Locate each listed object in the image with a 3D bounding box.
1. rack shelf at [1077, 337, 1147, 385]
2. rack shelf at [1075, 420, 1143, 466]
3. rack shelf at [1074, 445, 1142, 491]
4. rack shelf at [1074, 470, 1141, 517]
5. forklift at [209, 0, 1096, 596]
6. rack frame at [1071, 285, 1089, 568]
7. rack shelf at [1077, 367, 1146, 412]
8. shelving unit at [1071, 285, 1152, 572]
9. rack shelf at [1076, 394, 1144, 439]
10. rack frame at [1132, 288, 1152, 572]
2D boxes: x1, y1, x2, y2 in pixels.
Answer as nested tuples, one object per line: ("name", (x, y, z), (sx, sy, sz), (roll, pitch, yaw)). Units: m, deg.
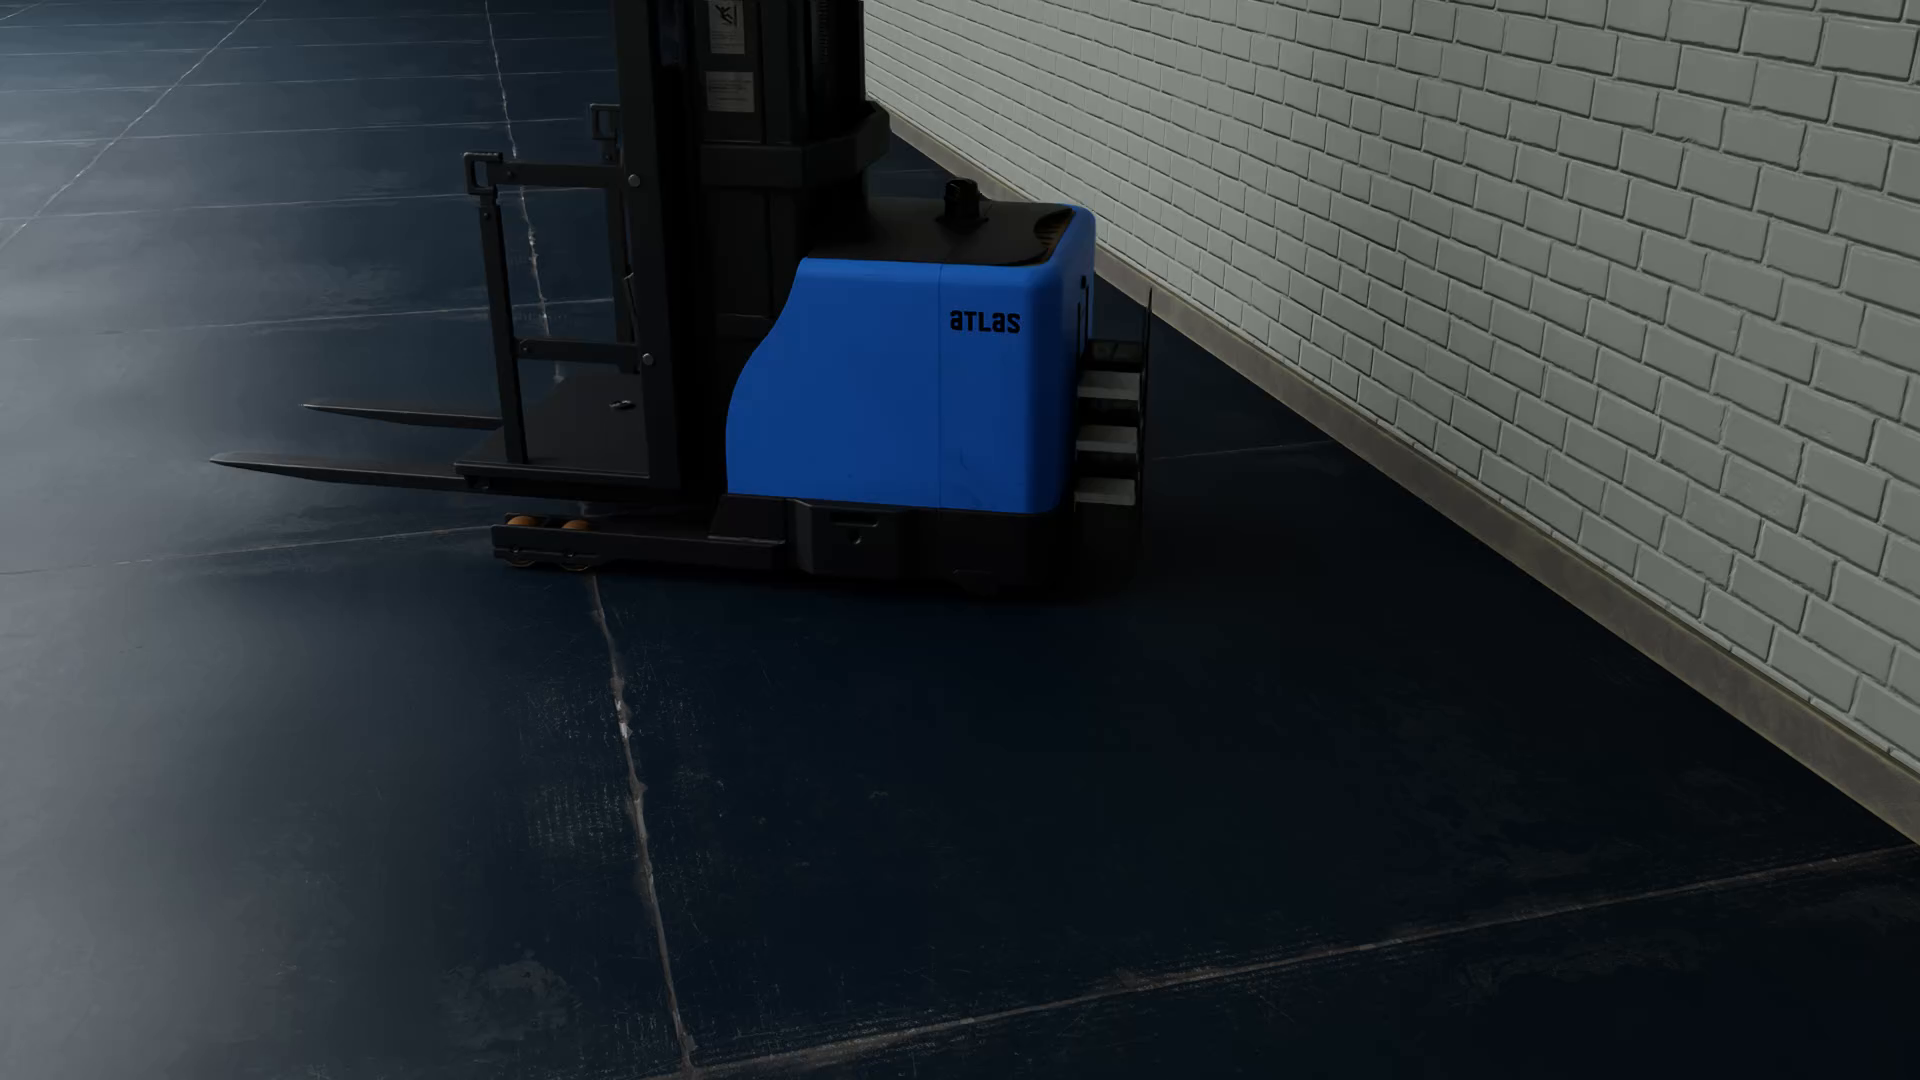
("rack shelf", (0.494, -0.578, 5.356), (0.200, 0.077, 0.258), (4, 24, 10))
("rack shelf", (0.494, -0.330, 5.462), (0.200, 0.077, 0.258), (4, 24, 10))
("rack shelf", (0.493, -0.247, 5.498), (0.200, 0.077, 0.258), (4, 24, 10))
("rack shelf", (0.493, -0.165, 5.533), (0.200, 0.077, 0.258), (4, 24, 10))
("forklift", (-1.090, -1.441, 5.392), (3.031, 2.935, 1.130), (4, 24, 10))
("rack frame", (0.394, -0.368, 5.467), (0.006, 0.900, 0.240), (4, 24, 10))
("rack shelf", (0.494, -0.495, 5.391), (0.200, 0.077, 0.258), (4, 24, 10))
("shelving unit", (0.493, -0.361, 5.449), (0.210, 0.900, 0.258), (4, 24, 10))
("rack shelf", (0.494, -0.413, 5.427), (0.200, 0.077, 0.258), (4, 24, 10))
("rack frame", (0.593, -0.353, 5.432), (0.006, 0.900, 0.240), (4, 24, 10))
